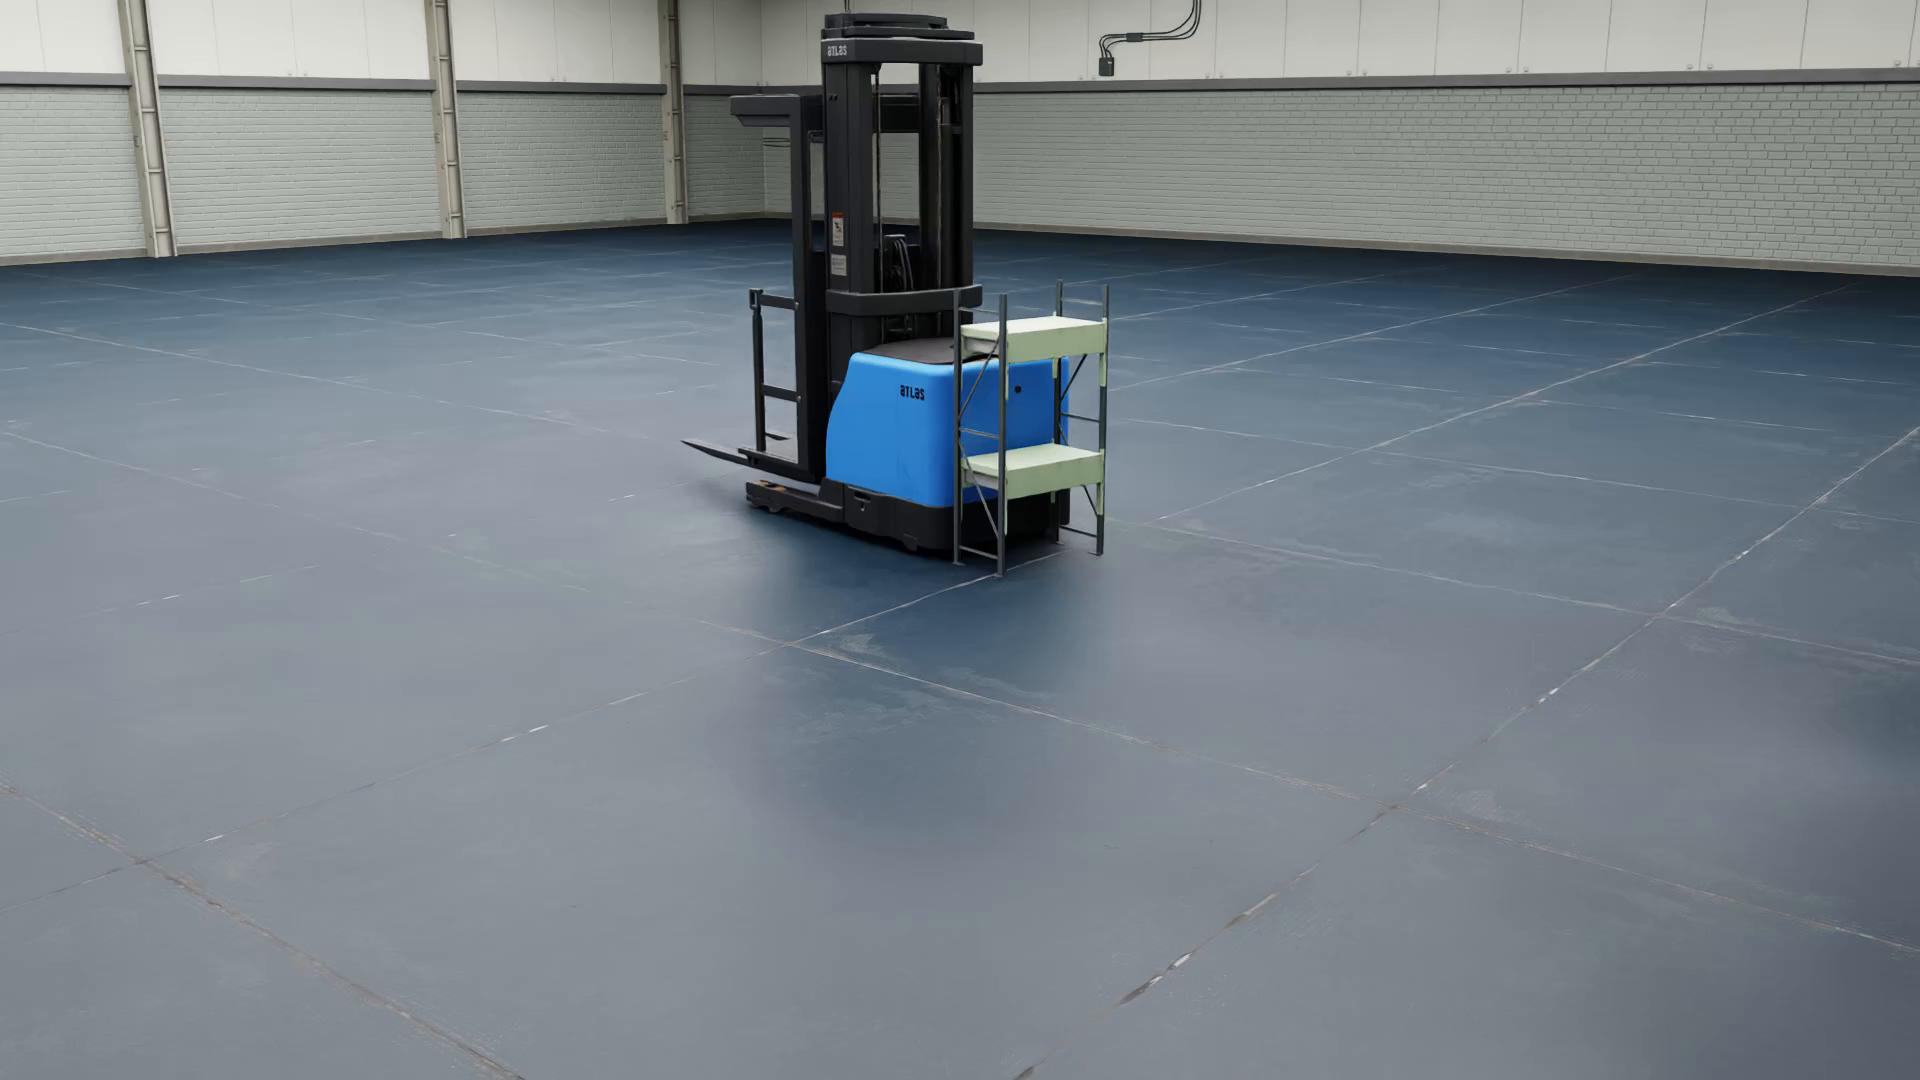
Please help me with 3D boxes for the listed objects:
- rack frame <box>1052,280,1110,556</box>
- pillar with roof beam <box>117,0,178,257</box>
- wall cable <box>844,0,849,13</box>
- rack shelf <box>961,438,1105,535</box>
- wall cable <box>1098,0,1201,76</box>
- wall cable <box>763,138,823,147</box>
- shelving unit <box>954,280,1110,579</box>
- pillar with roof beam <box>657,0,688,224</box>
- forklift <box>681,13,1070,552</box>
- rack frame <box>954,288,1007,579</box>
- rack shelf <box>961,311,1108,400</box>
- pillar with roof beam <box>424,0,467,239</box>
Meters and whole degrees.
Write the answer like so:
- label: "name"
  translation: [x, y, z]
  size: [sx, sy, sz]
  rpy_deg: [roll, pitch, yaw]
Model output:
- label: "rack frame"
  translation: [0.665, -0.674, 9.231]
  size: [0.023, 1.500, 0.400]
  rpy_deg: [-12, 18, -38]
- label: "pillar with roof beam"
  translation: [-10.708, -8.697, 25.580]
  size: [9.100, 9.000, 0.400]
  rpy_deg: [11, 18, 38]
- label: "wall cable"
  translation: [-1.530, -12.545, 36.777]
  size: [3.097, 2.526, 0.112]
  rpy_deg: [11, 18, 38]
- label: "rack shelf"
  translation: [0.383, -0.301, 9.084]
  size: [0.720, 0.370, 0.431]
  rpy_deg: [-12, 18, -38]
- label: "wall cable"
  translation: [3.740, -12.197, 32.451]
  size: [2.305, 6.003, 0.169]
  rpy_deg: [11, 18, 38]
- label: "wall cable"
  translation: [-3.634, -10.516, 39.047]
  size: [3.097, 2.526, 0.112]
  rpy_deg: [11, 18, 38]
- label: "shelving unit"
  translation: [0.384, -0.617, 9.003]
  size: [0.755, 1.500, 0.431]
  rpy_deg: [-12, 18, -38]
- label: "pillar with roof beam"
  translation: [-3.166, -10.995, 34.627]
  size: [9.100, 9.000, 0.400]
  rpy_deg: [11, 18, 38]
- label: "forklift"
  translation: [-0.687, -1.655, 10.184]
  size: [1.130, 2.935, 3.031]
  rpy_deg: [-12, 18, -38]
- label: "rack frame"
  translation: [0.103, -0.559, 8.776]
  size: [0.023, 1.500, 0.400]
  rpy_deg: [-12, 18, -38]
- label: "rack shelf"
  translation: [0.384, -0.995, 8.907]
  size: [0.720, 0.370, 0.431]
  rpy_deg: [-12, 18, -38]
- label: "pillar with roof beam"
  translation: [-6.937, -9.846, 30.103]
  size: [9.100, 9.000, 0.400]
  rpy_deg: [11, 18, 38]
